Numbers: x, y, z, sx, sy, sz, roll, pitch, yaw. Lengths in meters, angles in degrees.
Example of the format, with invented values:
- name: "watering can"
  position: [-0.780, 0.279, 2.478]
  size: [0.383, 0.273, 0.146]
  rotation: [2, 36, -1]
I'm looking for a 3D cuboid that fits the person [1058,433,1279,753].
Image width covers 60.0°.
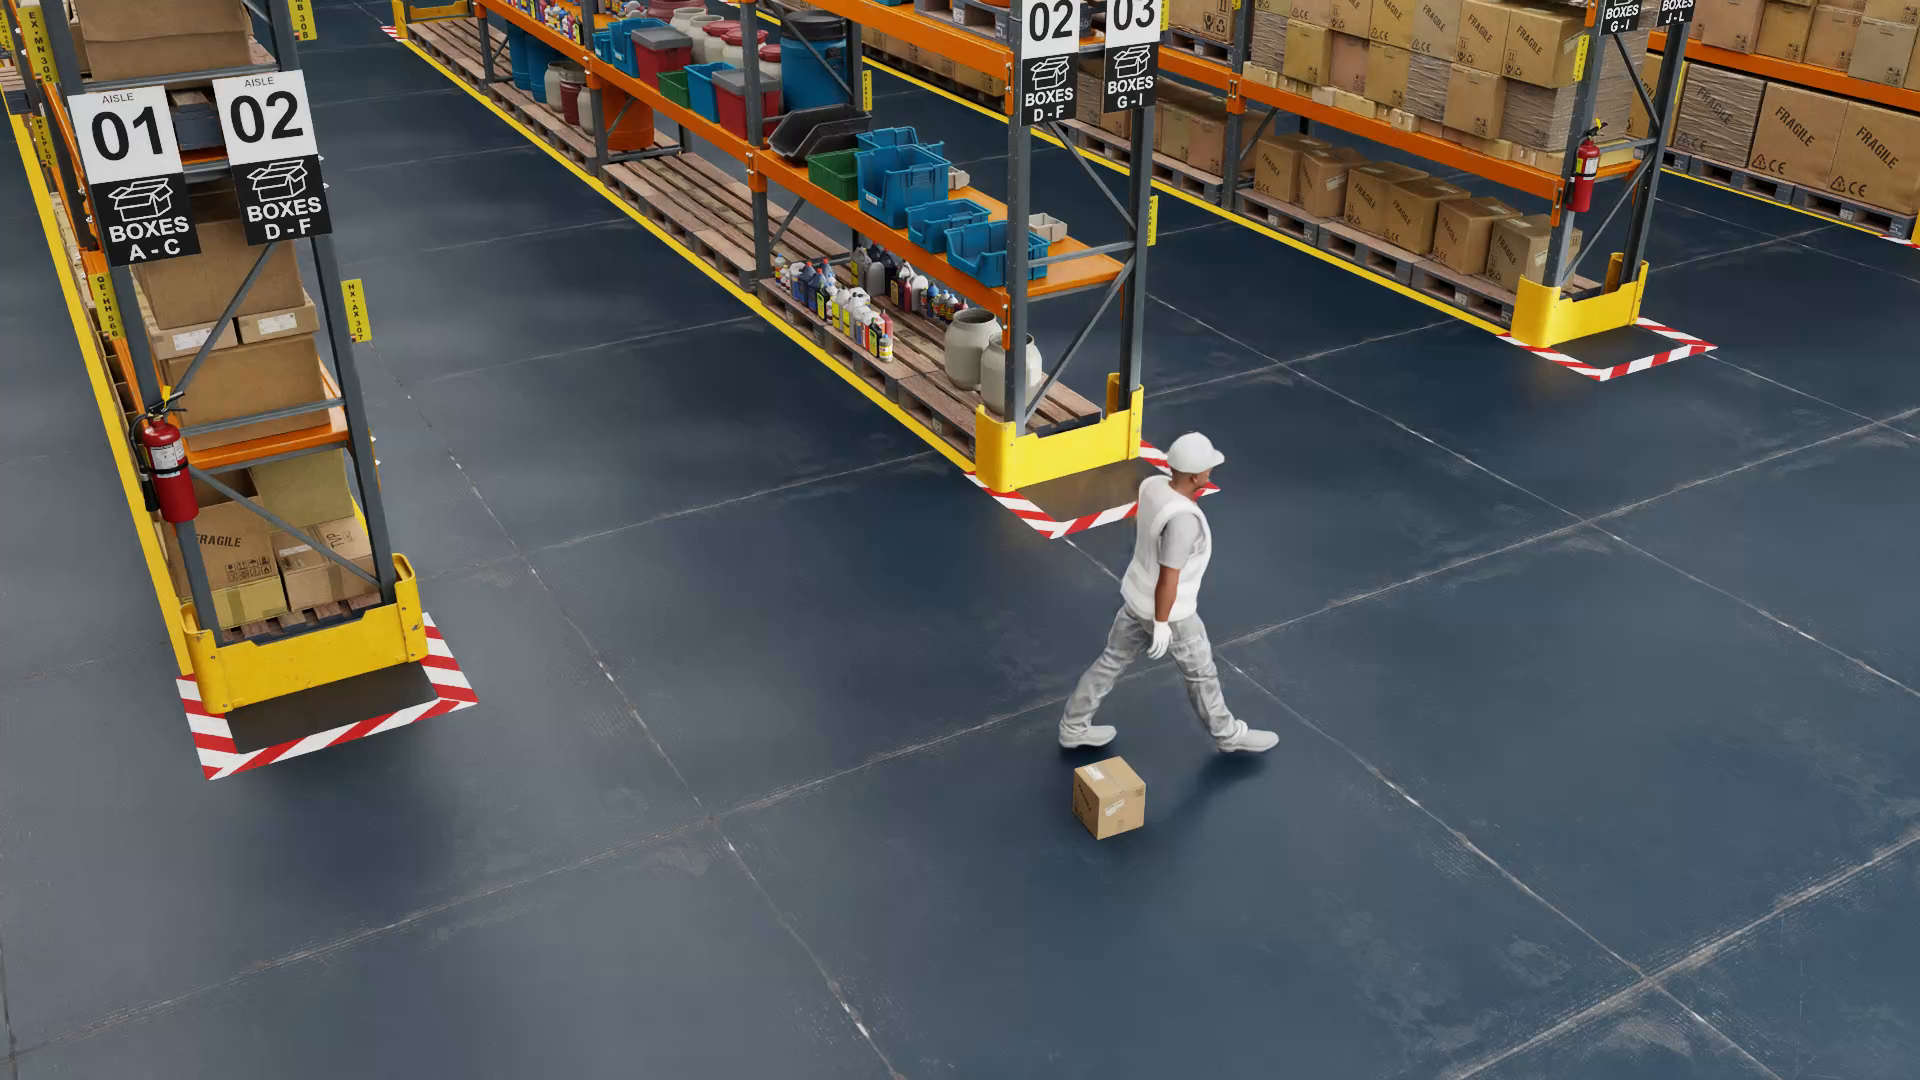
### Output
- name: "person"
  position: [1.030, 0.270, 8.076]
  size: [1.072, 1.713, 0.581]
  rotation: [-7, 29, -12]
